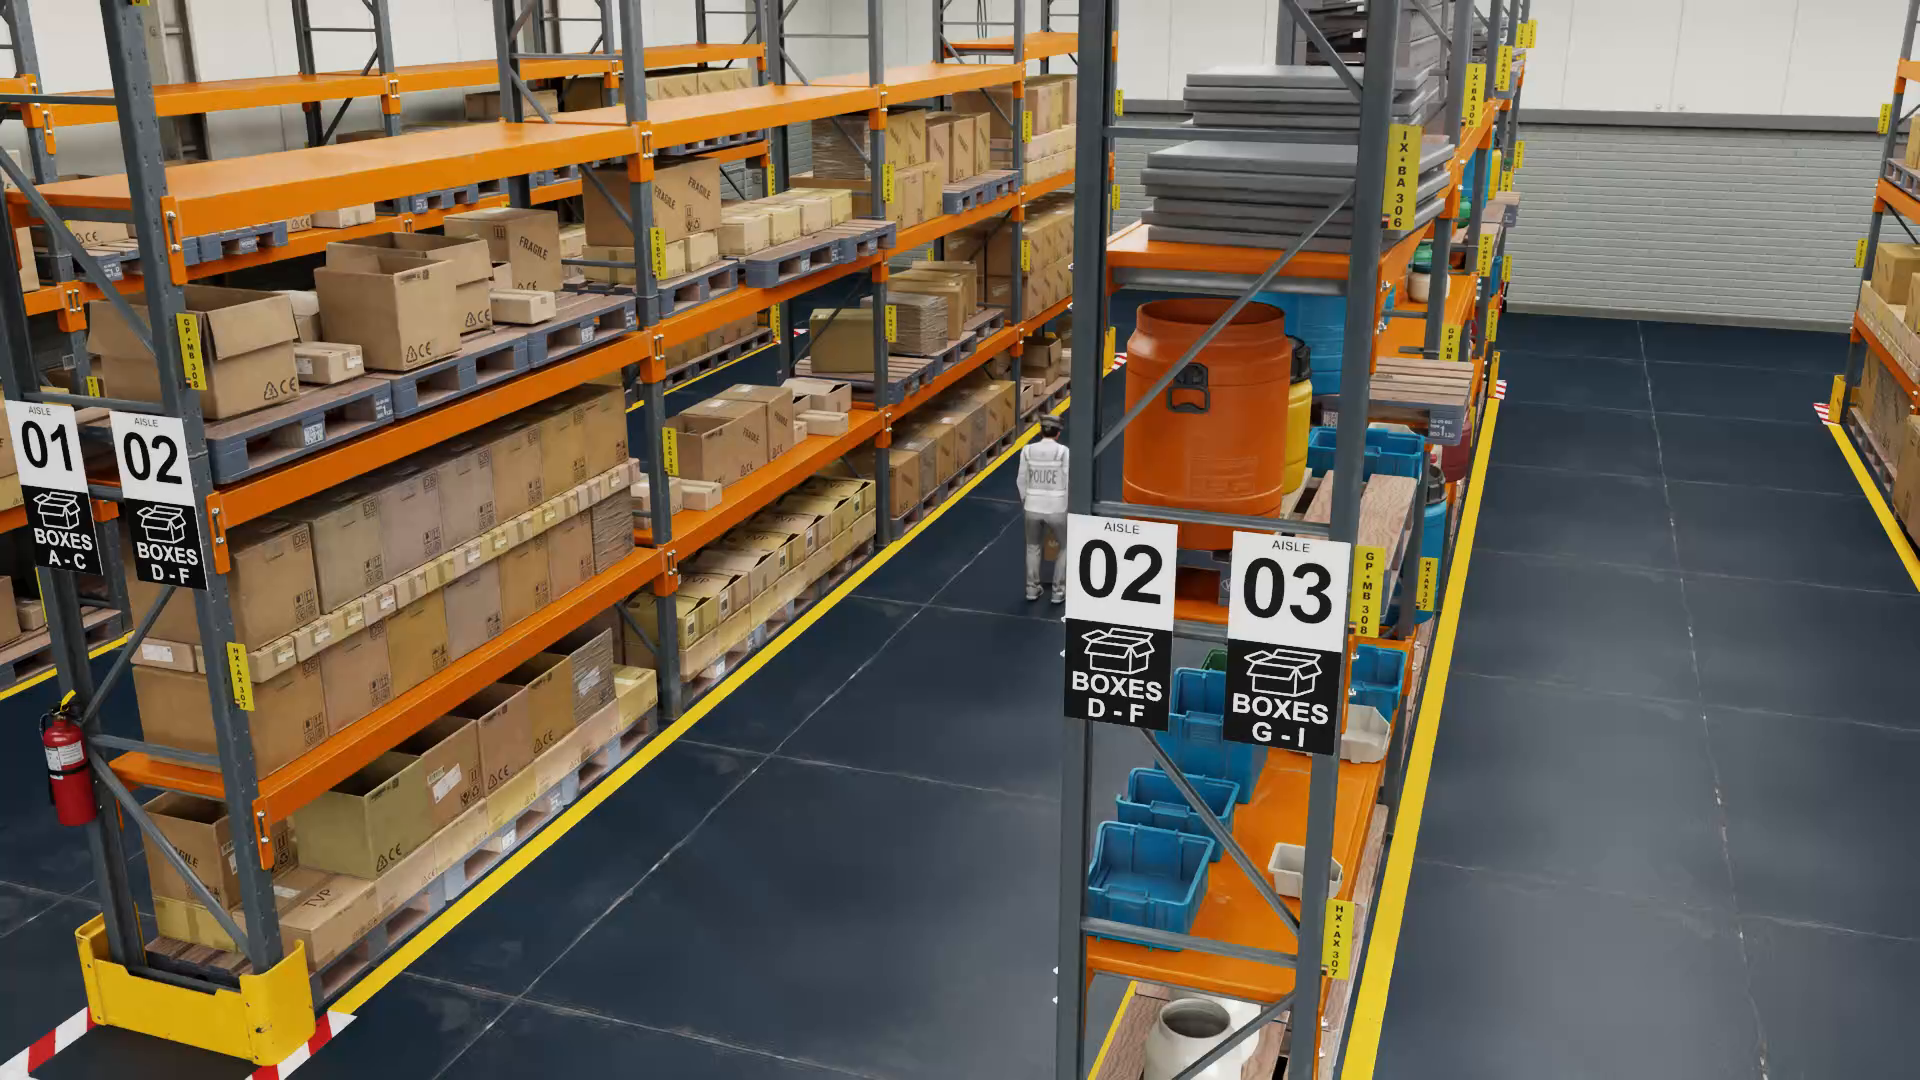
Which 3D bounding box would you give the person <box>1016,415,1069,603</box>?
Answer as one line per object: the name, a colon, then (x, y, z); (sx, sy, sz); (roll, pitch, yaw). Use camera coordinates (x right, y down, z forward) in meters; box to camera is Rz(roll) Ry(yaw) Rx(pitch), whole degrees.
person: (0.717, -0.260, 13.876); (0.516, 1.576, 0.526); (7, 20, 19)
